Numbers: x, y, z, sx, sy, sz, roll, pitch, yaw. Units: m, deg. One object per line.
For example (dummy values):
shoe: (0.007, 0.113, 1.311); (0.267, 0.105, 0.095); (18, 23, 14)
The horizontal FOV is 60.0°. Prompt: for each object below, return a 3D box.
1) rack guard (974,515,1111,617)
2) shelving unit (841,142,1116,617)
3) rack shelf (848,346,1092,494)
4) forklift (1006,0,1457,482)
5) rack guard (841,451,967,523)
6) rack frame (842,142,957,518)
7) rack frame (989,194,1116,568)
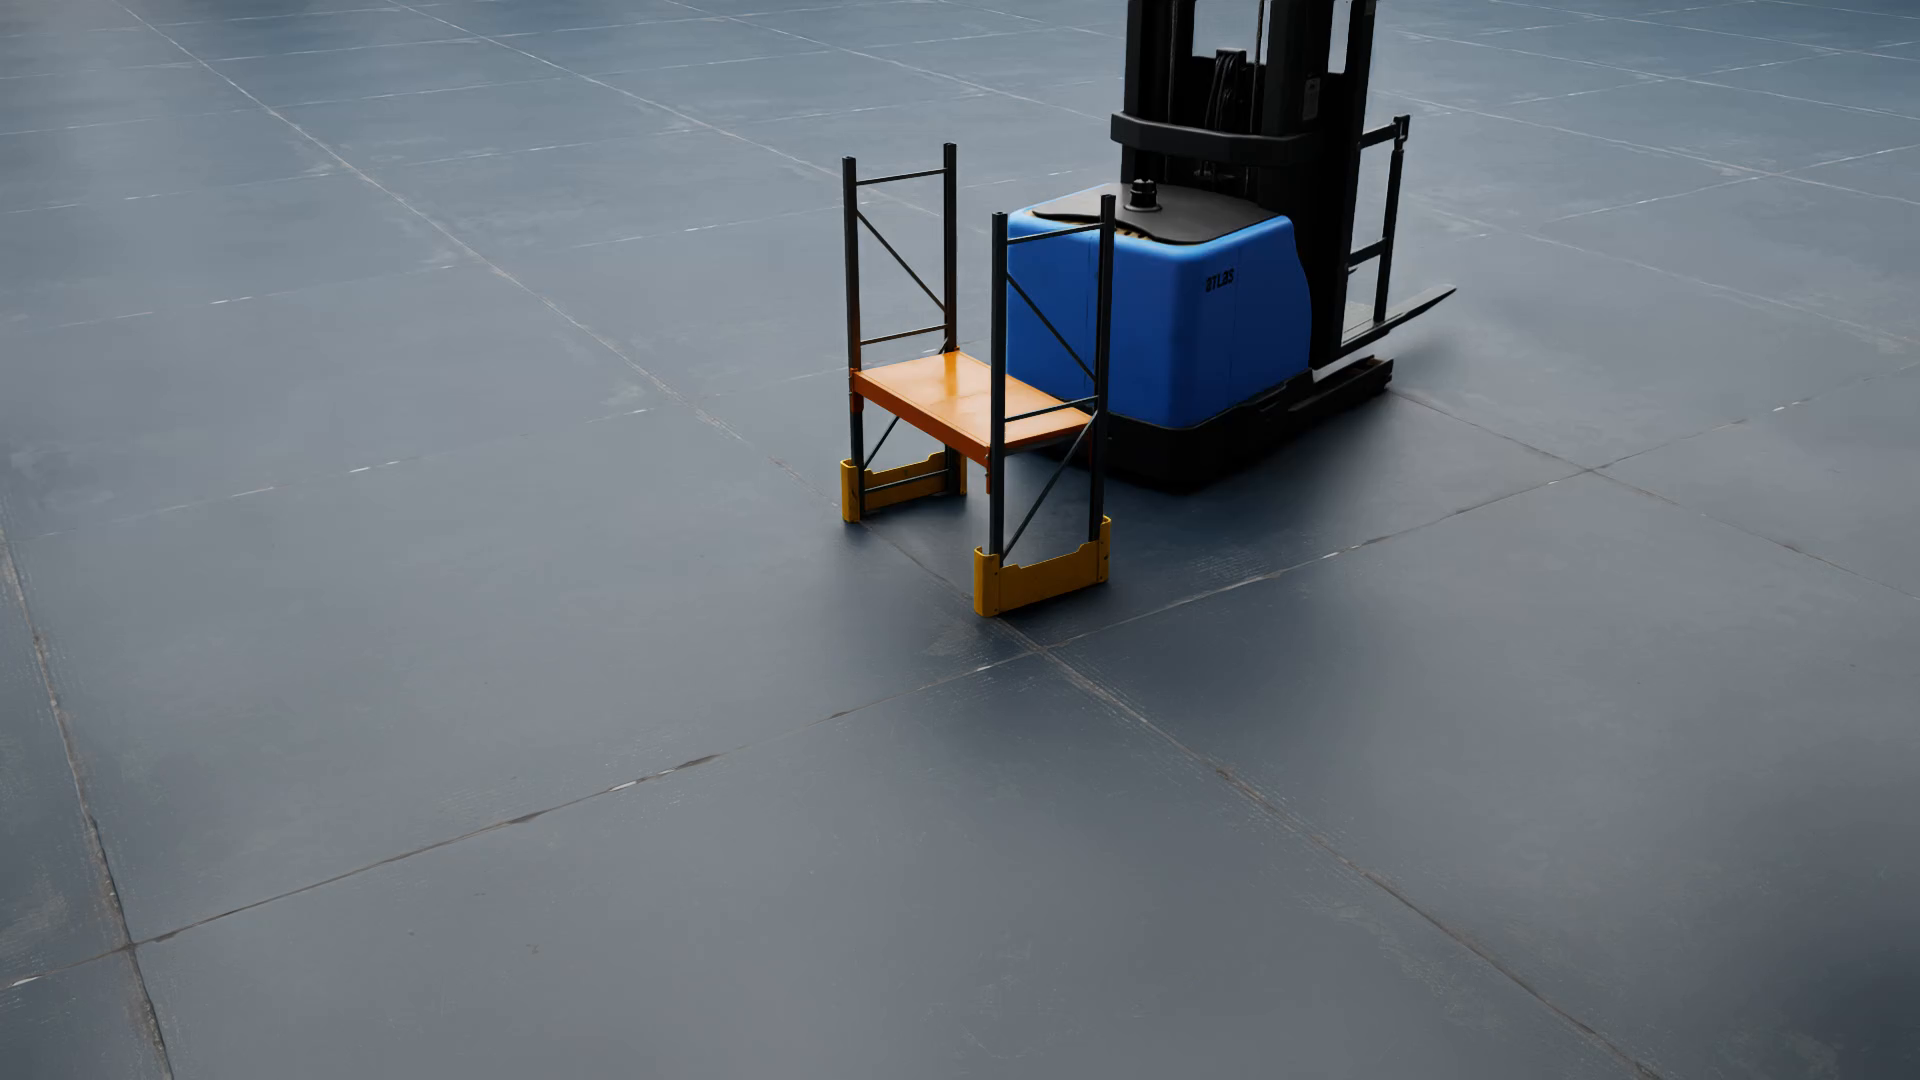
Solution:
rack guard: (0.313, 0.092, 6.262); (0.587, 0.250, 0.087); (-16, 29, -30)
shelving unit: (0.042, -0.651, 6.372); (0.587, 1.500, 1.083); (-16, 29, -30)
rack shelf: (0.047, -0.485, 6.442); (0.538, 0.185, 1.000); (-16, 29, -30)
forklift: (1.516, -2.127, 7.823); (1.130, 2.935, 3.031); (20, 32, 36)
rack guard: (-0.230, -0.264, 7.016); (0.587, 0.250, 0.087); (-16, 29, -30)
rack frame: (-0.231, -0.830, 6.750); (0.500, 1.500, 0.032); (-16, 29, -30)
rack frame: (0.324, -0.466, 5.980); (0.500, 1.500, 0.032); (-16, 29, -30)
